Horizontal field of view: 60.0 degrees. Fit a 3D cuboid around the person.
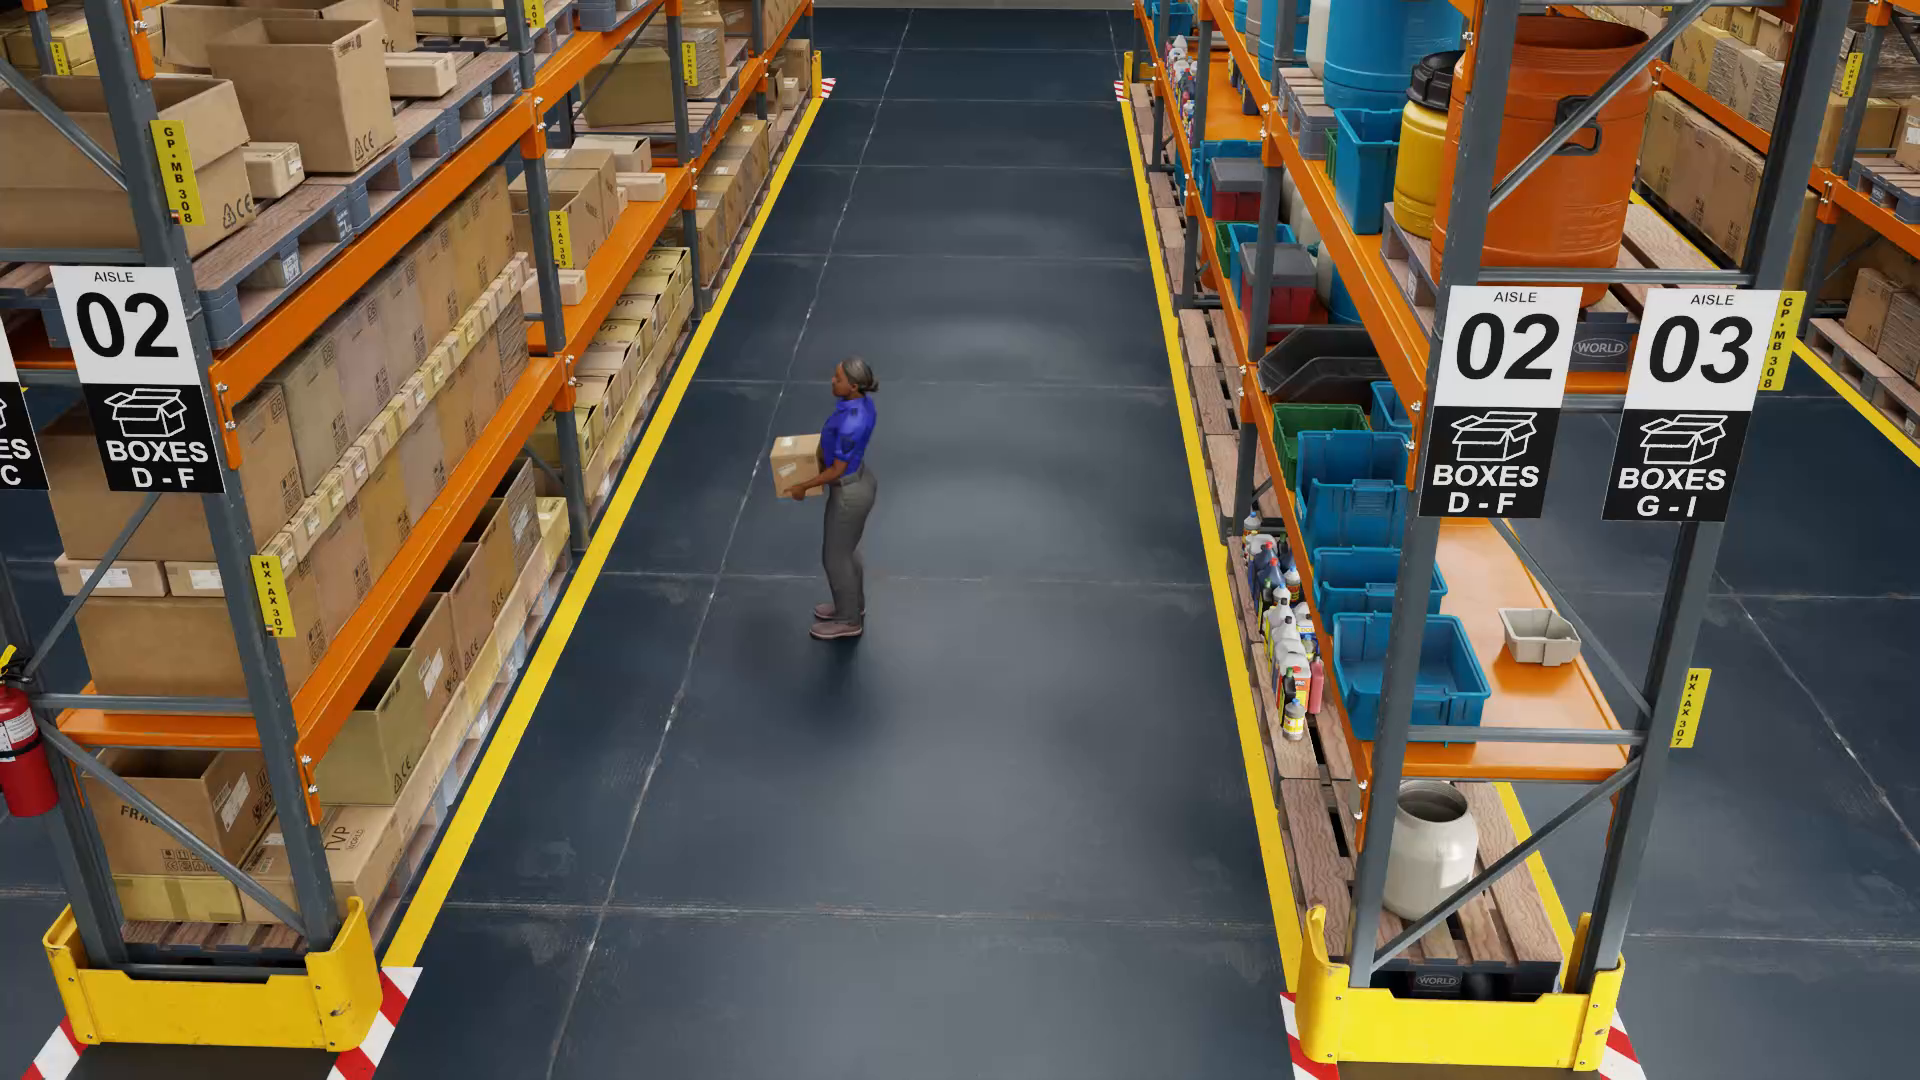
[{"bbox_3d":[-0.689,-0.243,9.093,0.523,1.647,0.445,1,28,3],"label":"person"}]
